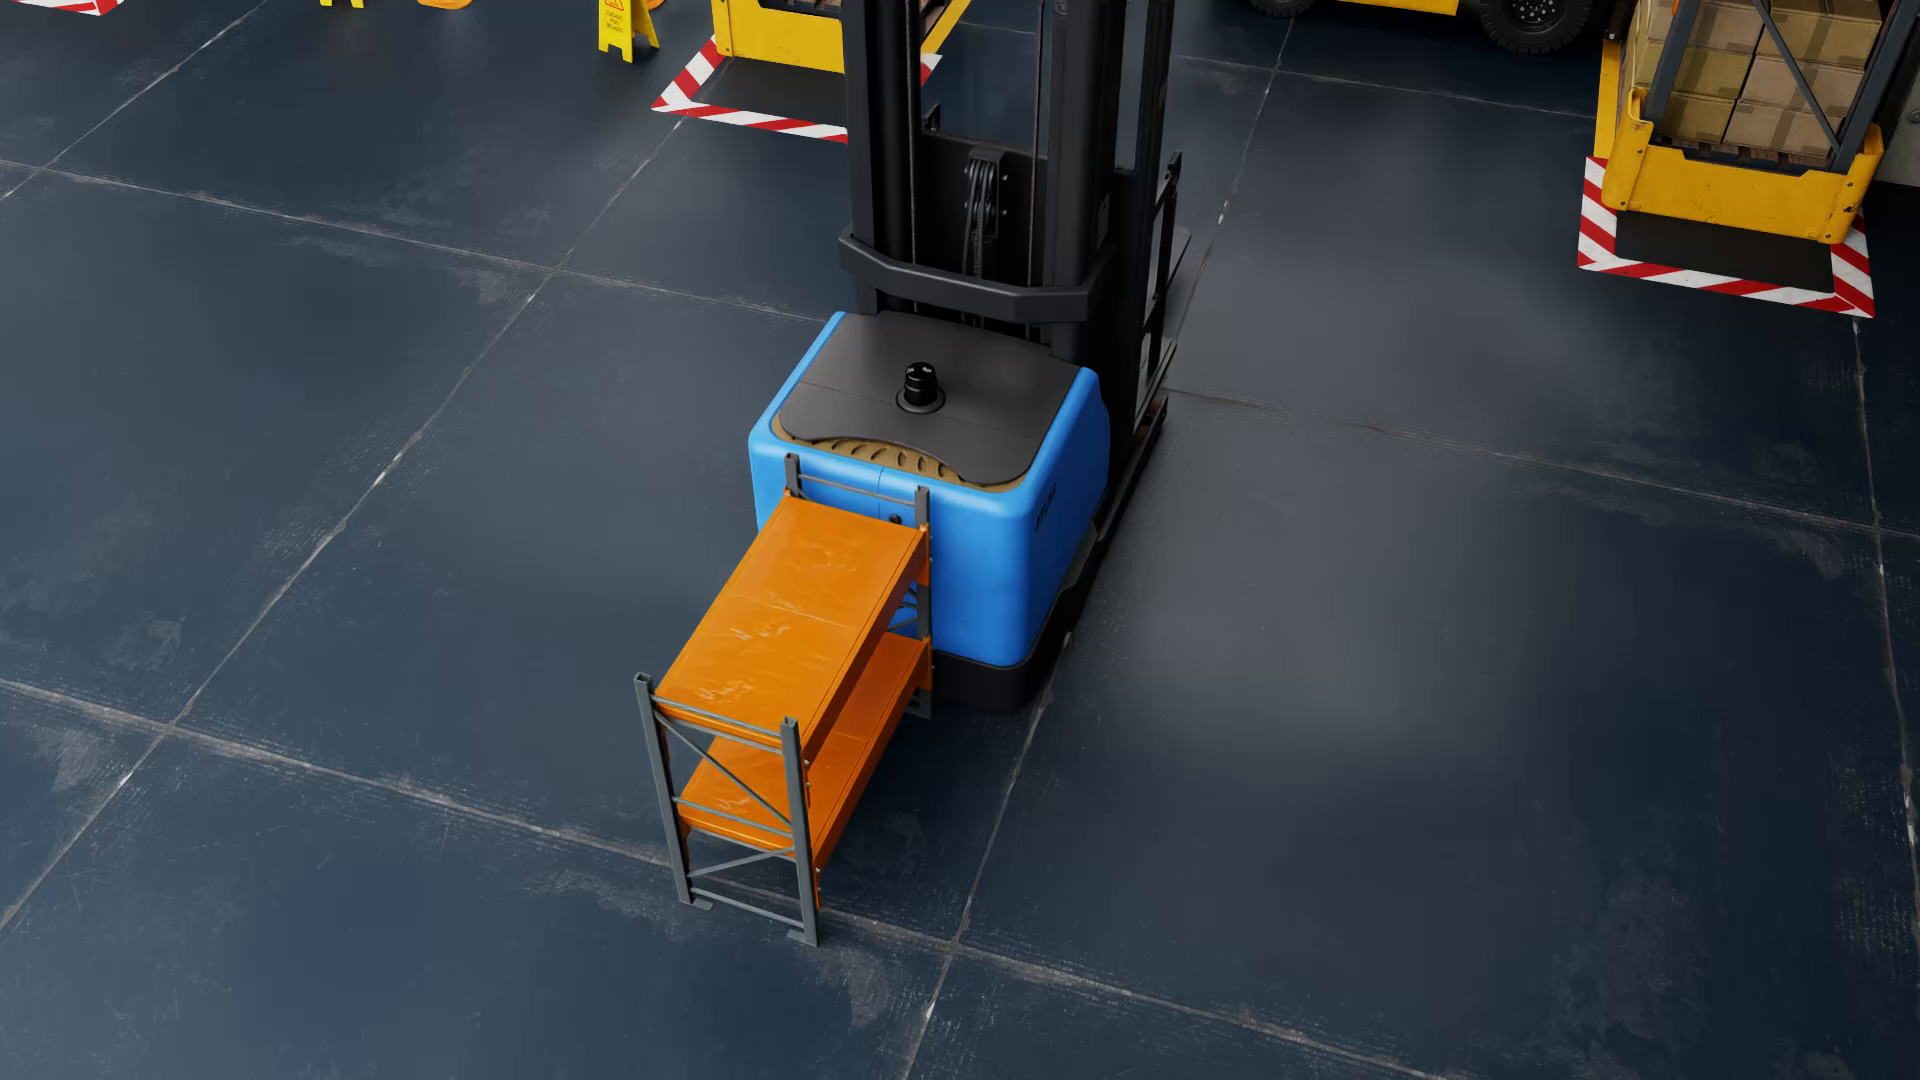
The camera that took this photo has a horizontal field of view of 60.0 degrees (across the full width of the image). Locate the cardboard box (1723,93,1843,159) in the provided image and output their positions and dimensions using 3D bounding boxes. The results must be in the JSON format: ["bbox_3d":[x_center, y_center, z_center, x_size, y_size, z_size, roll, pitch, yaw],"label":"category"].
[{"bbox_3d":[4.223,-2.234,8.554,0.500,0.250,0.500,13,46,13],"label":"cardboard box"}]

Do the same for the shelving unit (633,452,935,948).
[{"bbox_3d":[-0.513,0.517,5.417,0.538,1.125,1.048,15,46,14],"label":"shelving unit"}]

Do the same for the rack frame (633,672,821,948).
[{"bbox_3d":[-0.691,0.850,5.077,0.500,1.125,0.032,15,46,14],"label":"rack frame"}]

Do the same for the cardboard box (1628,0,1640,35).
[{"bbox_3d":[4.048,-2.989,9.326,0.500,0.250,0.500,13,46,13],"label":"cardboard box"}]

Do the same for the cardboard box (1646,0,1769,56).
[{"bbox_3d":[3.730,-2.678,8.293,0.500,0.250,0.500,14,46,14],"label":"cardboard box"}]

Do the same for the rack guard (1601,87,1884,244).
[{"bbox_3d":[3.880,-1.871,8.305,1.175,0.500,0.348,13,46,13],"label":"rack guard"}]

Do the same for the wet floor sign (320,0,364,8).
[{"bbox_3d":[-3.714,-3.530,9.896,0.267,0.644,0.232,5,45,5],"label":"wet floor sign"}]

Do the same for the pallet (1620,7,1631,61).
[{"bbox_3d":[4.451,-3.113,9.780,1.003,0.211,1.213,13,46,13],"label":"pallet"}]

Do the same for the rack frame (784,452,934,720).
[{"bbox_3d":[-0.336,0.184,5.758,0.500,1.125,0.032,15,46,14],"label":"rack frame"}]

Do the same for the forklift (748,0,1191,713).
[{"bbox_3d":[0.258,-1.469,6.156,1.130,2.935,3.031,15,46,14],"label":"forklift"}]

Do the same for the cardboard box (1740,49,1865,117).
[{"bbox_3d":[4.228,-2.396,8.362,0.500,0.250,0.500,13,46,13],"label":"cardboard box"}]

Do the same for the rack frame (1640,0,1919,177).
[{"bbox_3d":[3.888,-2.781,7.447,1.000,3.000,0.127,13,46,13],"label":"rack frame"}]

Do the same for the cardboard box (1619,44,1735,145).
[{"bbox_3d":[3.729,-2.328,8.650,0.500,0.250,0.500,13,46,13],"label":"cardboard box"}]

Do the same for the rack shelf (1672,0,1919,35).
[{"bbox_3d":[4.493,-3.857,9.061,1.077,0.370,4.000,13,46,13],"label":"rack shelf"}]

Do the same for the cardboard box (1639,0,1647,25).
[{"bbox_3d":[3.899,-2.849,8.825,0.500,0.250,0.500,12,46,12],"label":"cardboard box"}]

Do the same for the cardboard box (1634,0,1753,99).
[{"bbox_3d":[3.737,-2.517,8.486,0.500,0.250,0.500,12,46,12],"label":"cardboard box"}]

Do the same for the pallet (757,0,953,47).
[{"bbox_3d":[-0.541,-3.417,10.091,1.003,0.211,1.213,13,46,13],"label":"pallet"}]

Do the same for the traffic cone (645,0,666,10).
[{"bbox_3d":[-1.943,-3.483,9.978,0.336,0.463,0.334,13,46,13],"label":"traffic cone"}]

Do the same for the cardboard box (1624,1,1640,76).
[{"bbox_3d":[3.888,-2.658,8.987,0.500,0.250,0.500,13,46,12],"label":"cardboard box"}]

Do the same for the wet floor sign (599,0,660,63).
[{"bbox_3d":[-1.921,-3.088,9.444,0.267,0.644,0.232,28,51,26],"label":"wet floor sign"}]

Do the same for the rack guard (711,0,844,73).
[{"bbox_3d":[-0.821,-2.987,9.445,1.175,0.500,0.348,13,46,13],"label":"rack guard"}]

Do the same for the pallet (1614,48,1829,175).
[{"bbox_3d":[4.079,-2.303,8.952,1.003,0.211,1.213,13,46,13],"label":"pallet"}]

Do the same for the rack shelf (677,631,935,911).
[{"bbox_3d":[-0.513,0.692,5.588,0.538,0.278,1.000,15,46,14],"label":"rack shelf"}]

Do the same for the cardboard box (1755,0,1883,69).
[{"bbox_3d":[4.213,-2.586,8.198,0.500,0.250,0.500,12,46,12],"label":"cardboard box"}]

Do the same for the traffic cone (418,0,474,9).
[{"bbox_3d":[-3.104,-3.491,9.987,0.336,0.463,0.334,13,46,13],"label":"traffic cone"}]

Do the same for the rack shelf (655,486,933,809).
[{"bbox_3d":[-0.513,0.308,5.212,0.538,0.278,1.000,15,46,14],"label":"rack shelf"}]

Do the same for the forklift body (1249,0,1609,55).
[{"bbox_3d":[2.723,-4.128,9.430,2.313,2.155,1.214,13,46,13],"label":"forklift body"}]
